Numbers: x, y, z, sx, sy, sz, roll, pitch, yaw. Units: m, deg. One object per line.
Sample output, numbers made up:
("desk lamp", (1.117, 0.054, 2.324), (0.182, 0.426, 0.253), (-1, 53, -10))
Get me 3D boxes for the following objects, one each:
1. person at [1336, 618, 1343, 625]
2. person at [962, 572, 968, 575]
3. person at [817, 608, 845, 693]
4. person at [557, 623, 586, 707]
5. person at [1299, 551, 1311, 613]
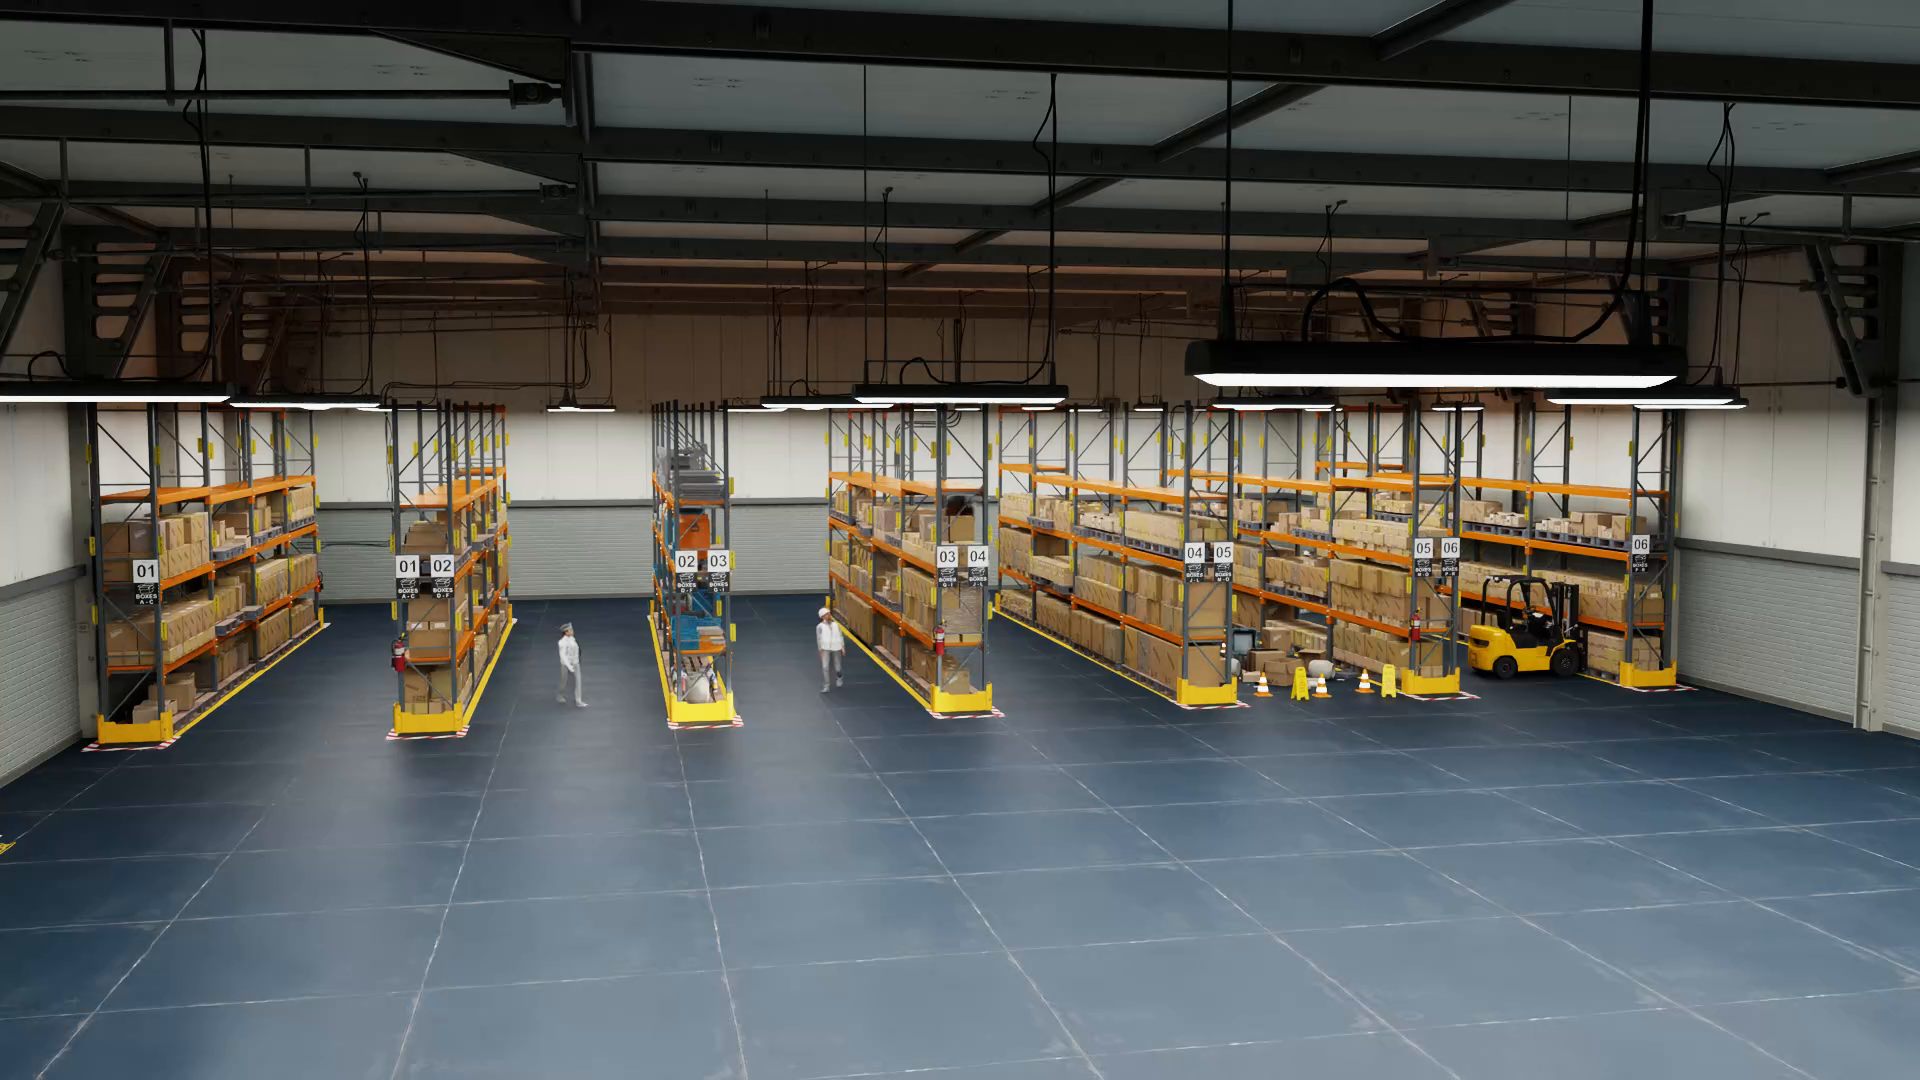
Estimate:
("person", (9.632, 1.657, 42.259), (0.673, 1.770, 0.621), (0, 4, 1))
("person", (-0.027, 1.226, 48.892), (0.433, 1.589, 0.454), (3, 5, 33))
("person", (-2.664, 2.264, 34.386), (0.583, 1.717, 0.809), (0, 4, 5))
("person", (-7.666, 2.444, 32.630), (0.442, 1.640, 0.984), (-3, 5, -34))
("person", (10.020, 1.210, 48.172), (0.451, 1.788, 0.621), (-1, 4, -16))
